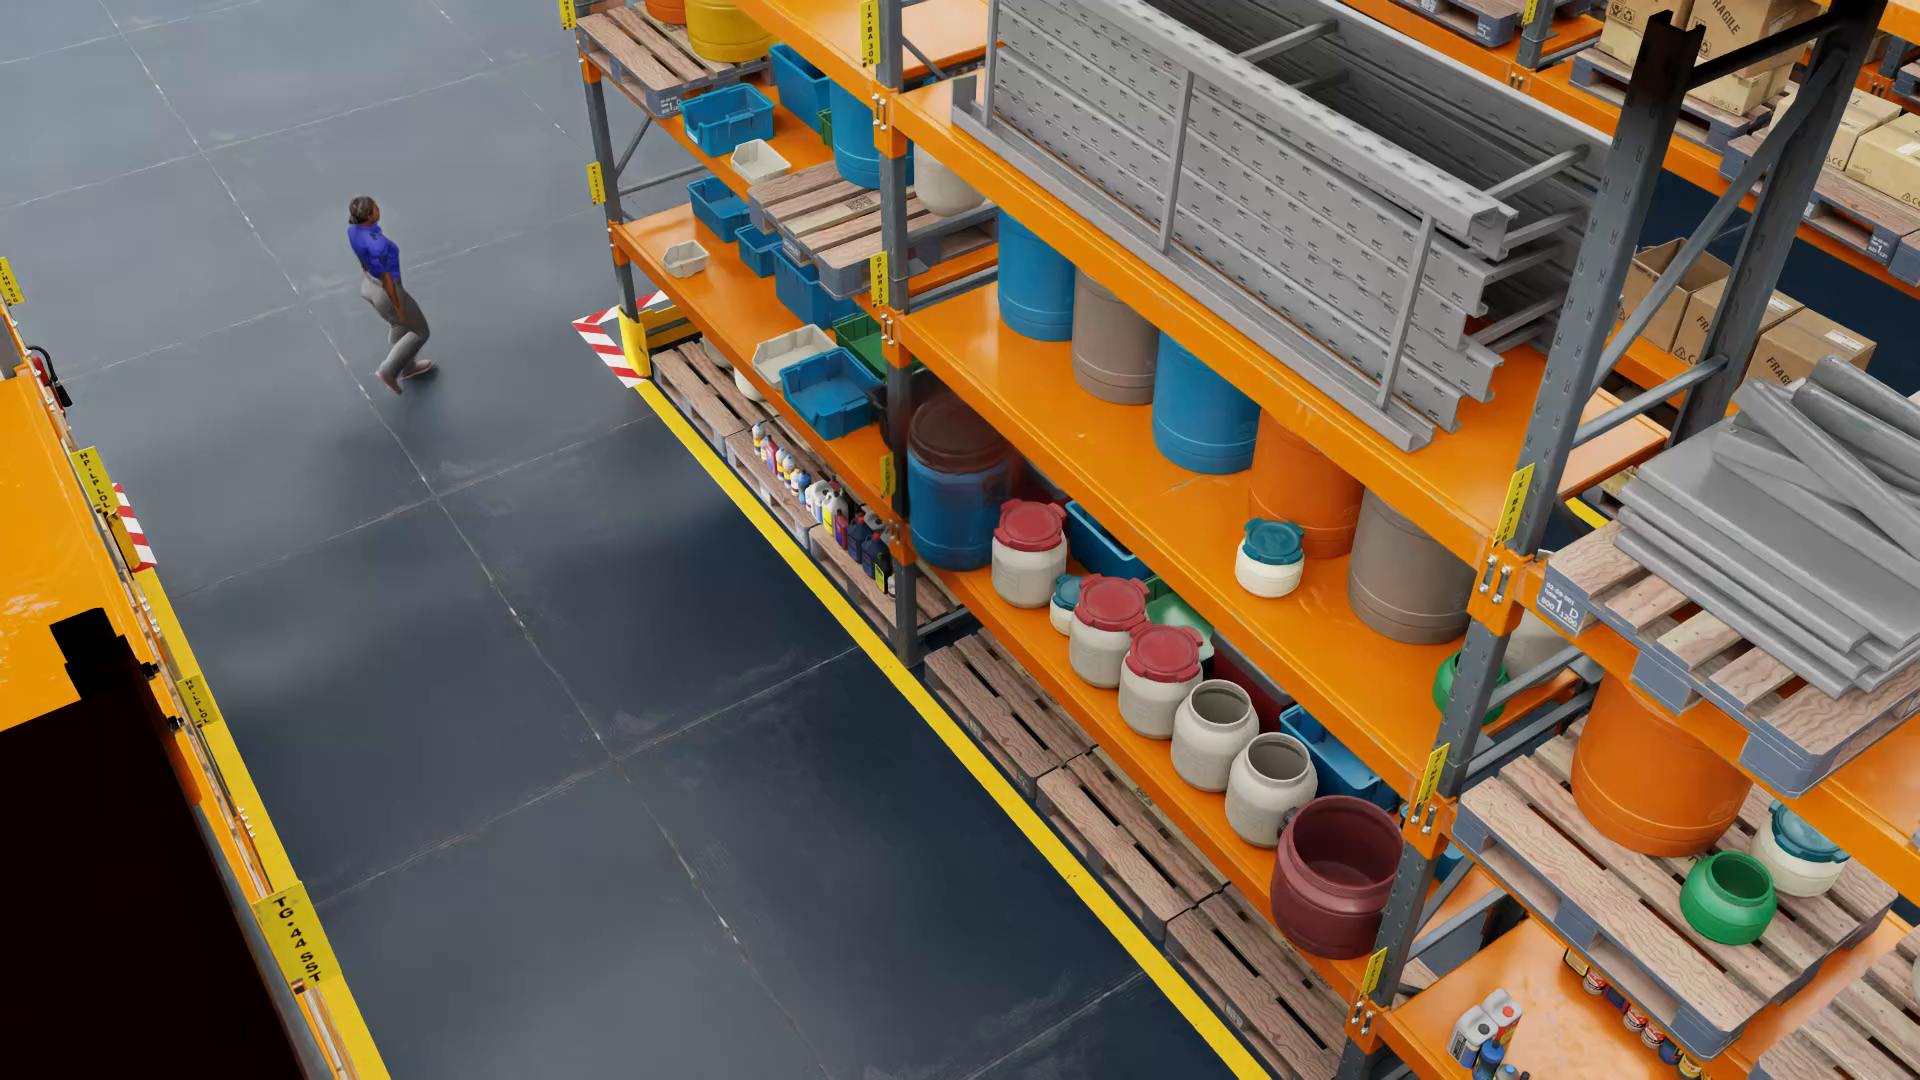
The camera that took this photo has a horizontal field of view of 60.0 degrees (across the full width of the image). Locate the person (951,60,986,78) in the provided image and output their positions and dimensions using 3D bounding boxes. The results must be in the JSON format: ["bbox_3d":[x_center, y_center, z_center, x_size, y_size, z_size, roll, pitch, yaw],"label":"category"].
[{"bbox_3d":[0.182,-3.699,14.502,0.549,1.710,0.540,-15,45,-16],"label":"person"}]

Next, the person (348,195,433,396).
[{"bbox_3d":[-4.355,-1.847,12.526,0.473,1.645,0.544,32,51,30],"label":"person"}]
